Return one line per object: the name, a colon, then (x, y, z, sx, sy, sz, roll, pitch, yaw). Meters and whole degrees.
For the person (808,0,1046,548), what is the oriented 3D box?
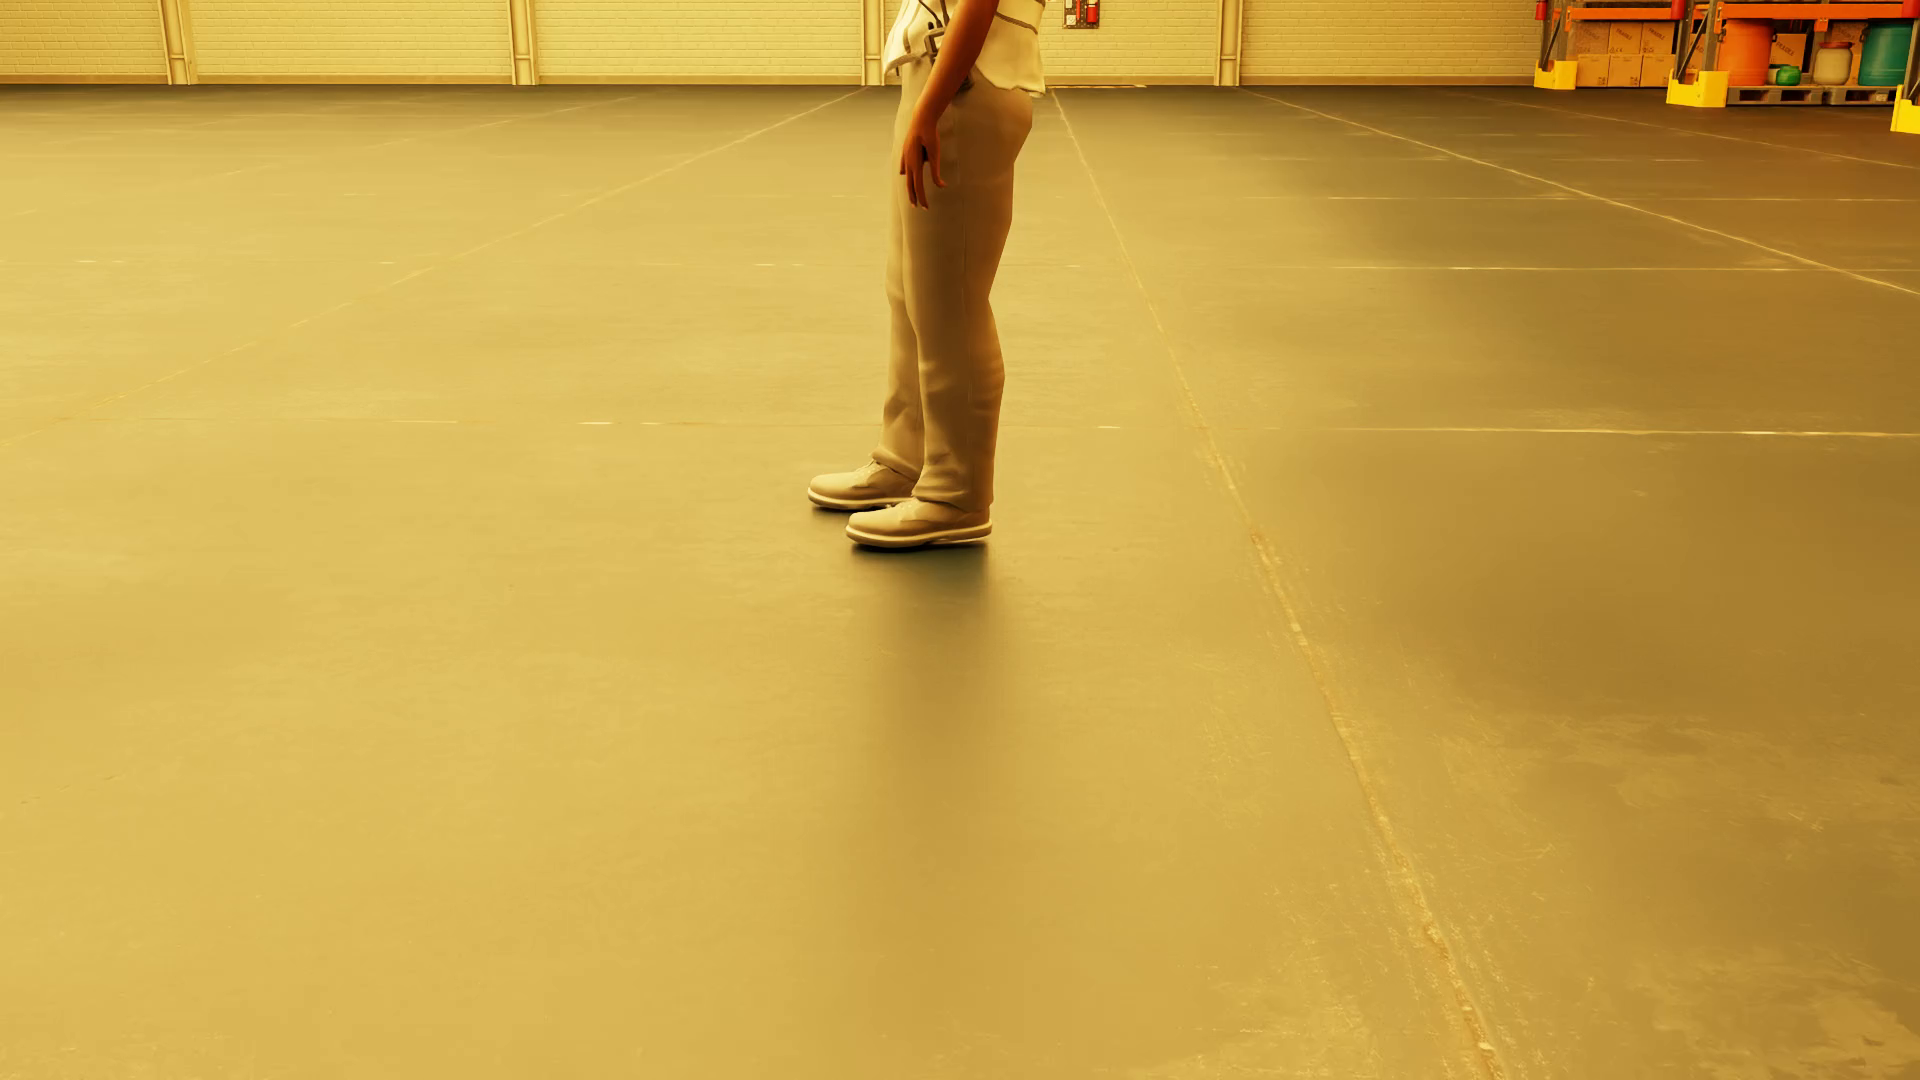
person: (-0.074, -0.823, 3.140, 0.530, 1.694, 0.569, 1, 17, 2)
